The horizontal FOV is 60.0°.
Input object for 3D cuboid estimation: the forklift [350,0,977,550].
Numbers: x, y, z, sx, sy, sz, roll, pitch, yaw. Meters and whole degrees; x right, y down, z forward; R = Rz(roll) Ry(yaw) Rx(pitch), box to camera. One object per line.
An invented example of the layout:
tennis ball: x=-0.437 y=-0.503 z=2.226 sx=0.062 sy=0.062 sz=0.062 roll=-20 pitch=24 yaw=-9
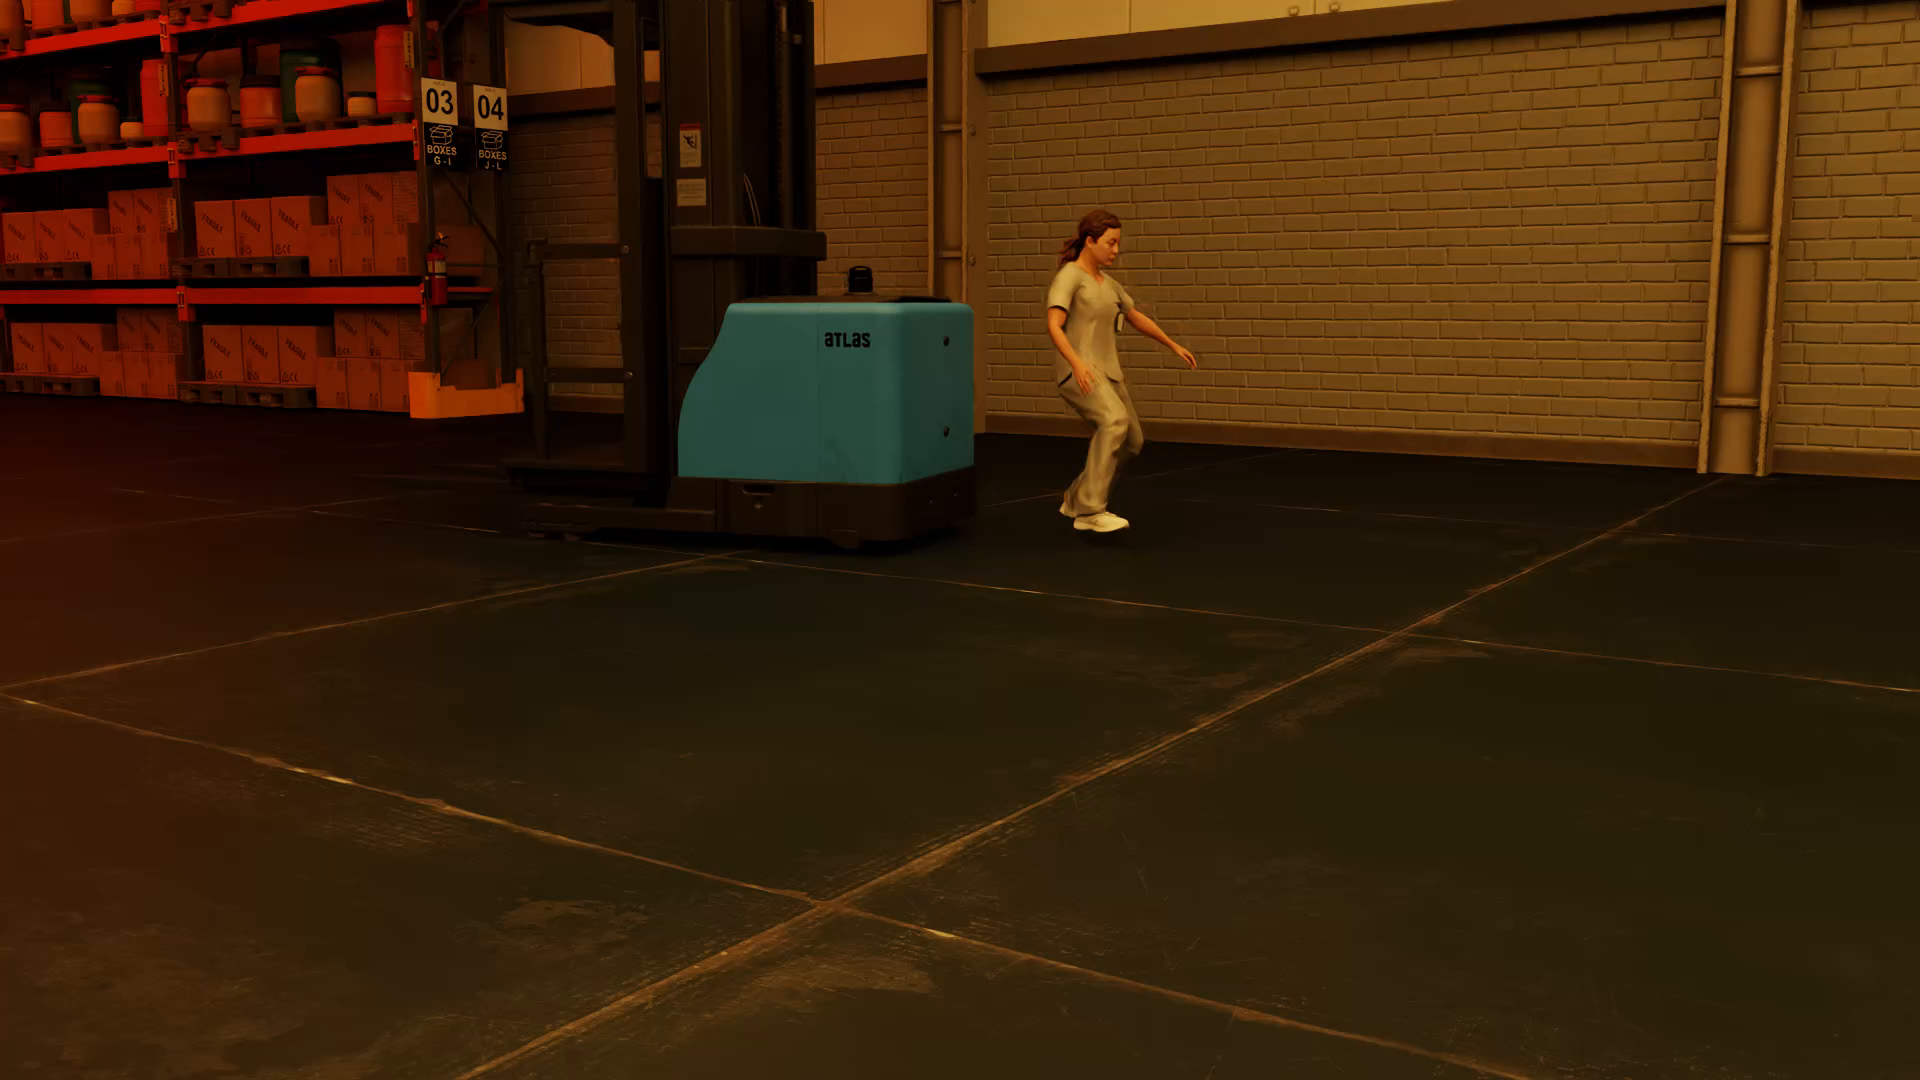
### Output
forklift: x=-1.492 y=-1.515 z=7.845 sx=3.031 sy=2.935 sz=1.130 roll=3 pitch=9 yaw=21

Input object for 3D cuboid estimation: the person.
person: x=0.687 y=-0.783 z=7.924 sx=0.806 sy=1.539 sz=0.907 roll=6 pitch=10 yaw=38
